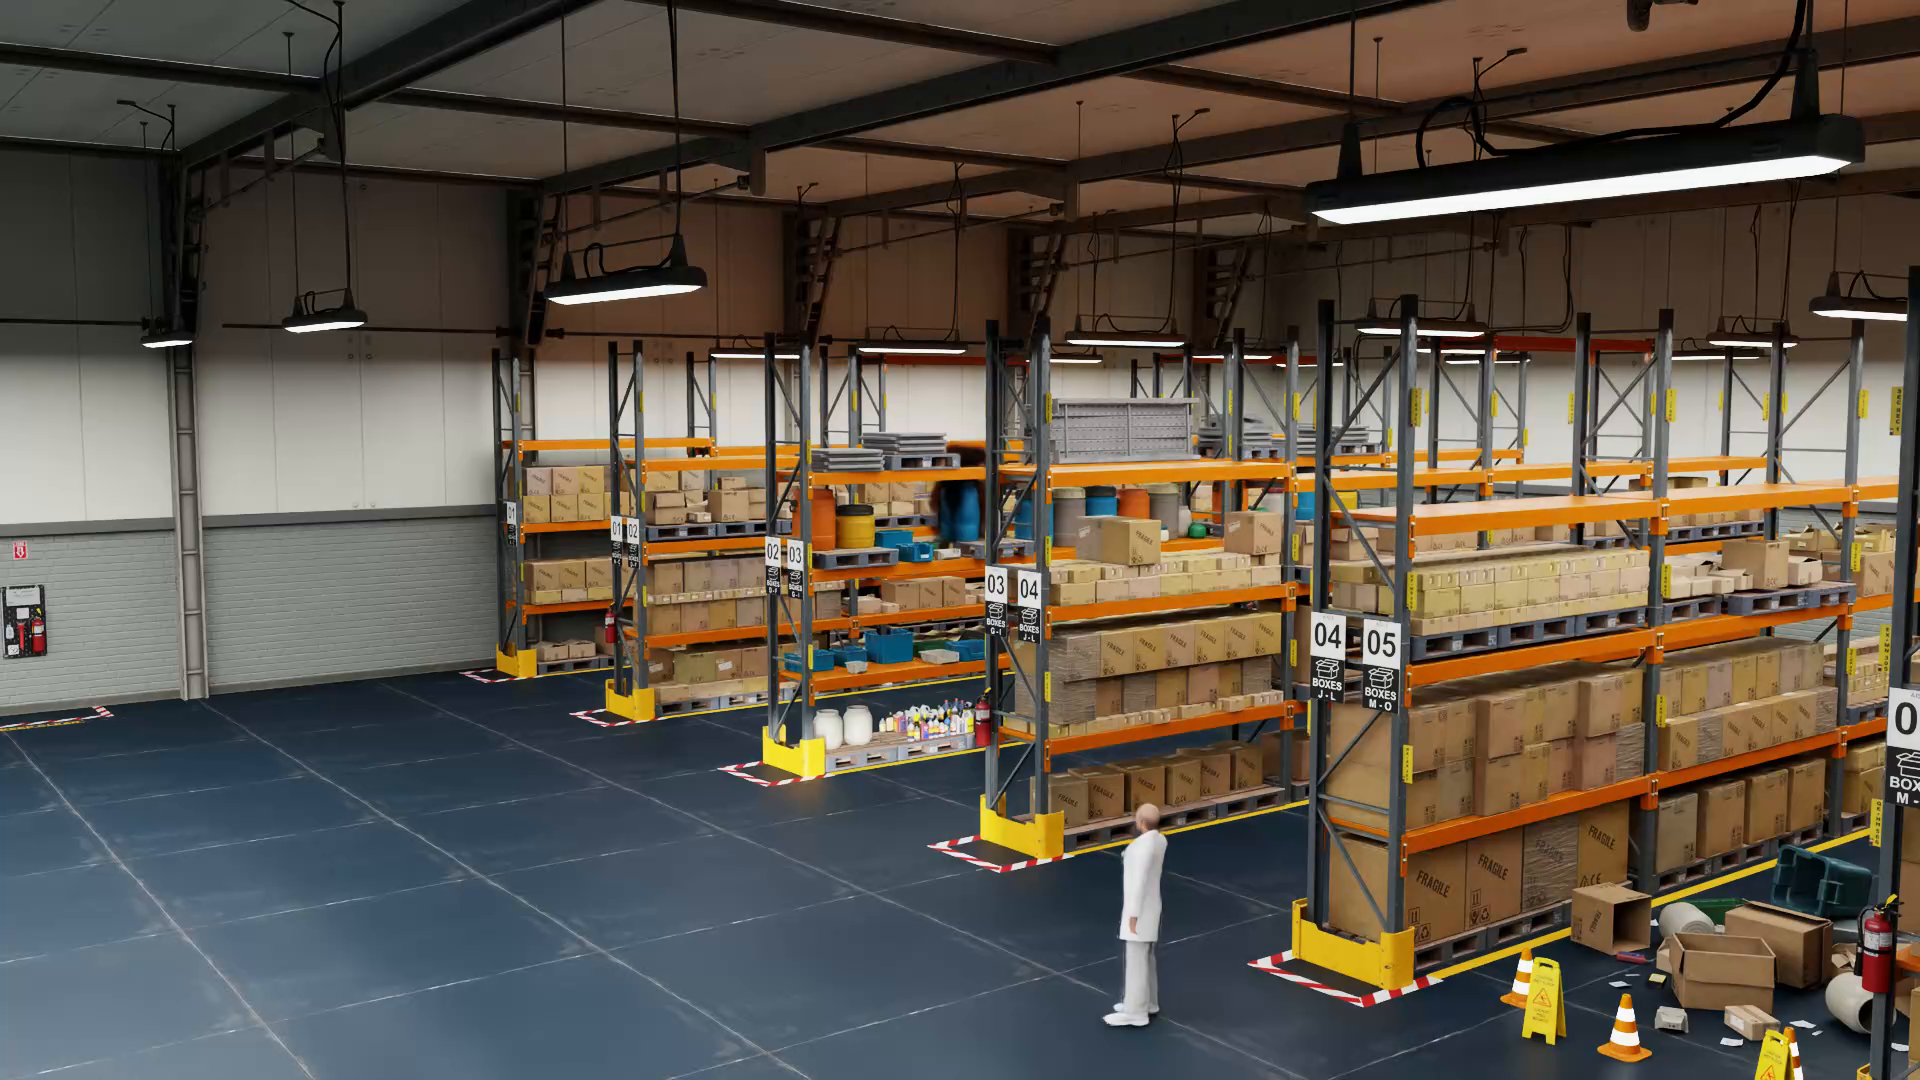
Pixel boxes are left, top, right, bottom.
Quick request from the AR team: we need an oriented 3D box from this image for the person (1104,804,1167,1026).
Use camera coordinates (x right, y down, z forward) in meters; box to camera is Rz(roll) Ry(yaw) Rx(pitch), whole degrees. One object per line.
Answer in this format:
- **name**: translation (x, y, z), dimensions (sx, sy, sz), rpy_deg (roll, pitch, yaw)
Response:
- **person**: translation (1.459, 3.068, 13.763), dimensions (0.465, 1.787, 0.614), rpy_deg (1, 5, 12)
